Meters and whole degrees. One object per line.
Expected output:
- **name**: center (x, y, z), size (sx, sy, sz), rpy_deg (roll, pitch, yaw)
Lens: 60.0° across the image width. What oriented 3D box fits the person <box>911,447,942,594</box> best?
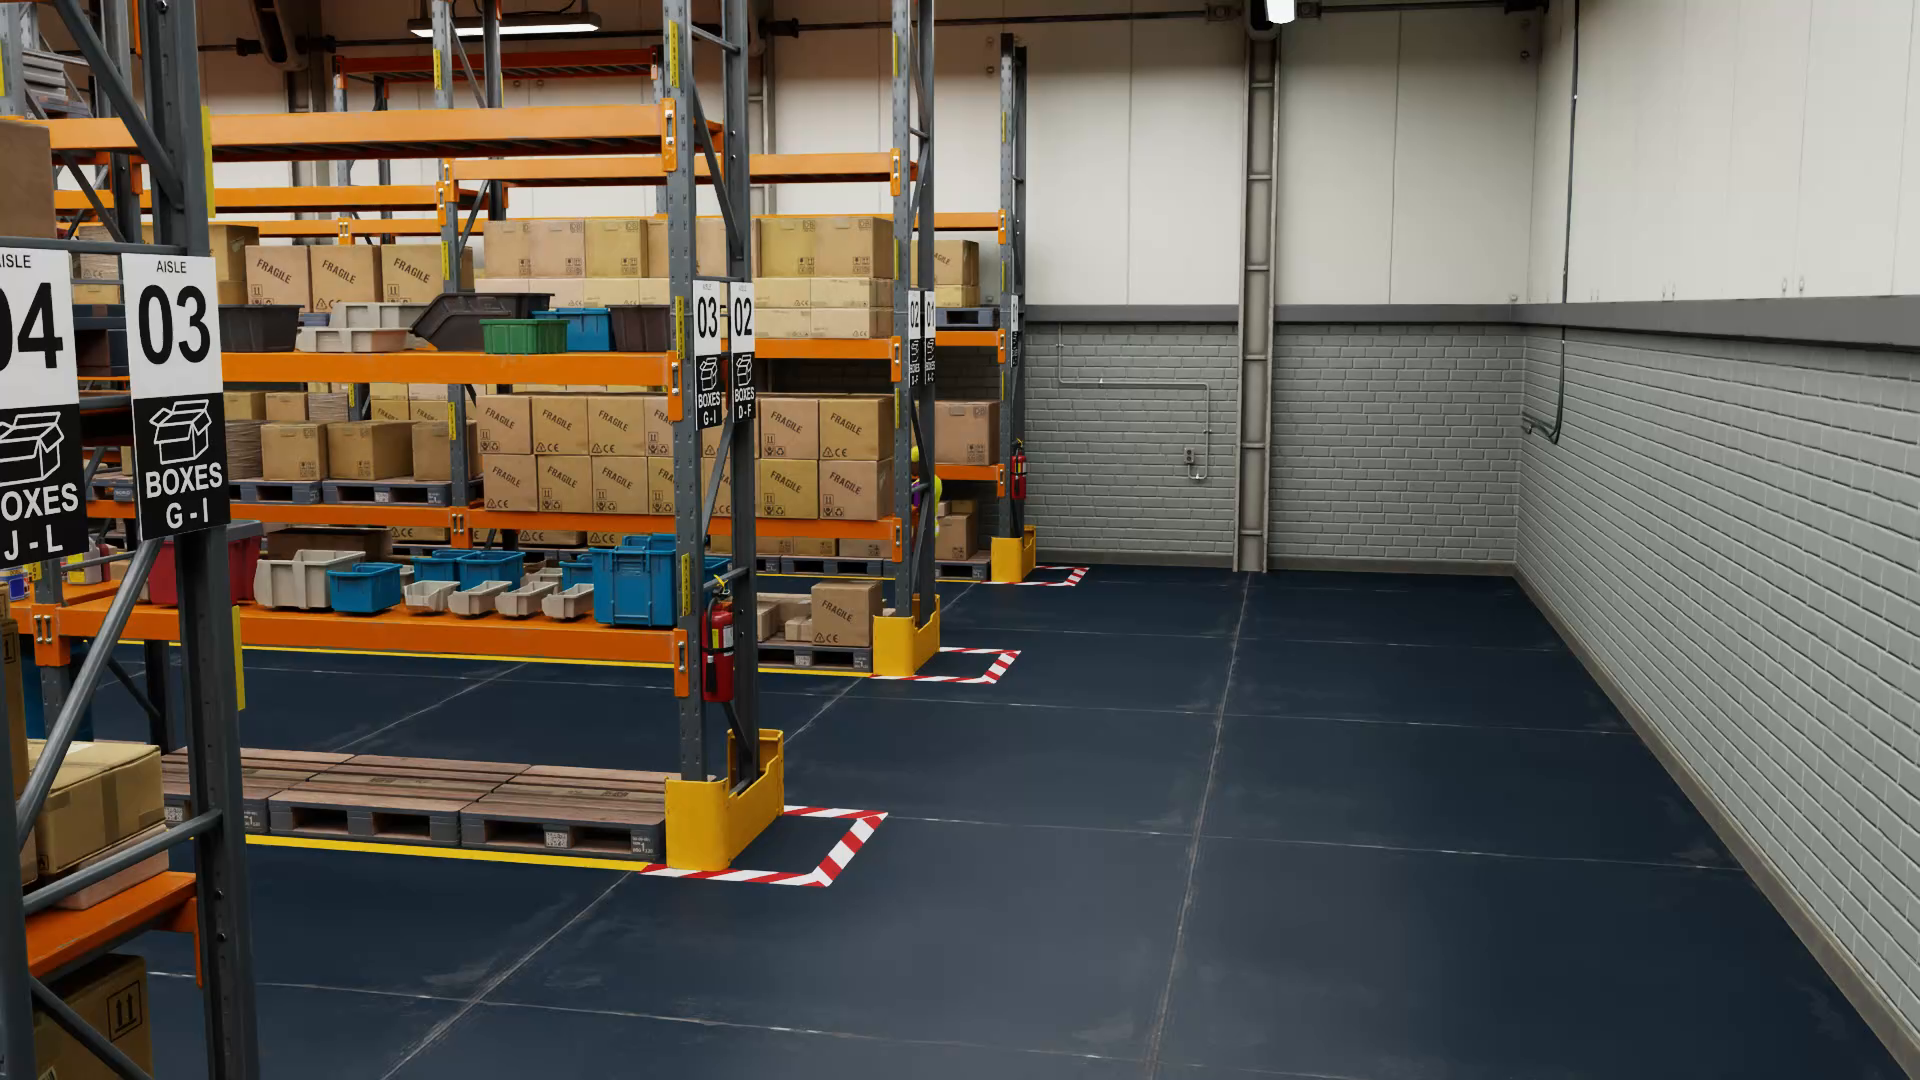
- **person**: center (-0.371, -0.024, 15.910), size (0.363, 1.761, 0.567), rpy_deg (1, 8, 8)
